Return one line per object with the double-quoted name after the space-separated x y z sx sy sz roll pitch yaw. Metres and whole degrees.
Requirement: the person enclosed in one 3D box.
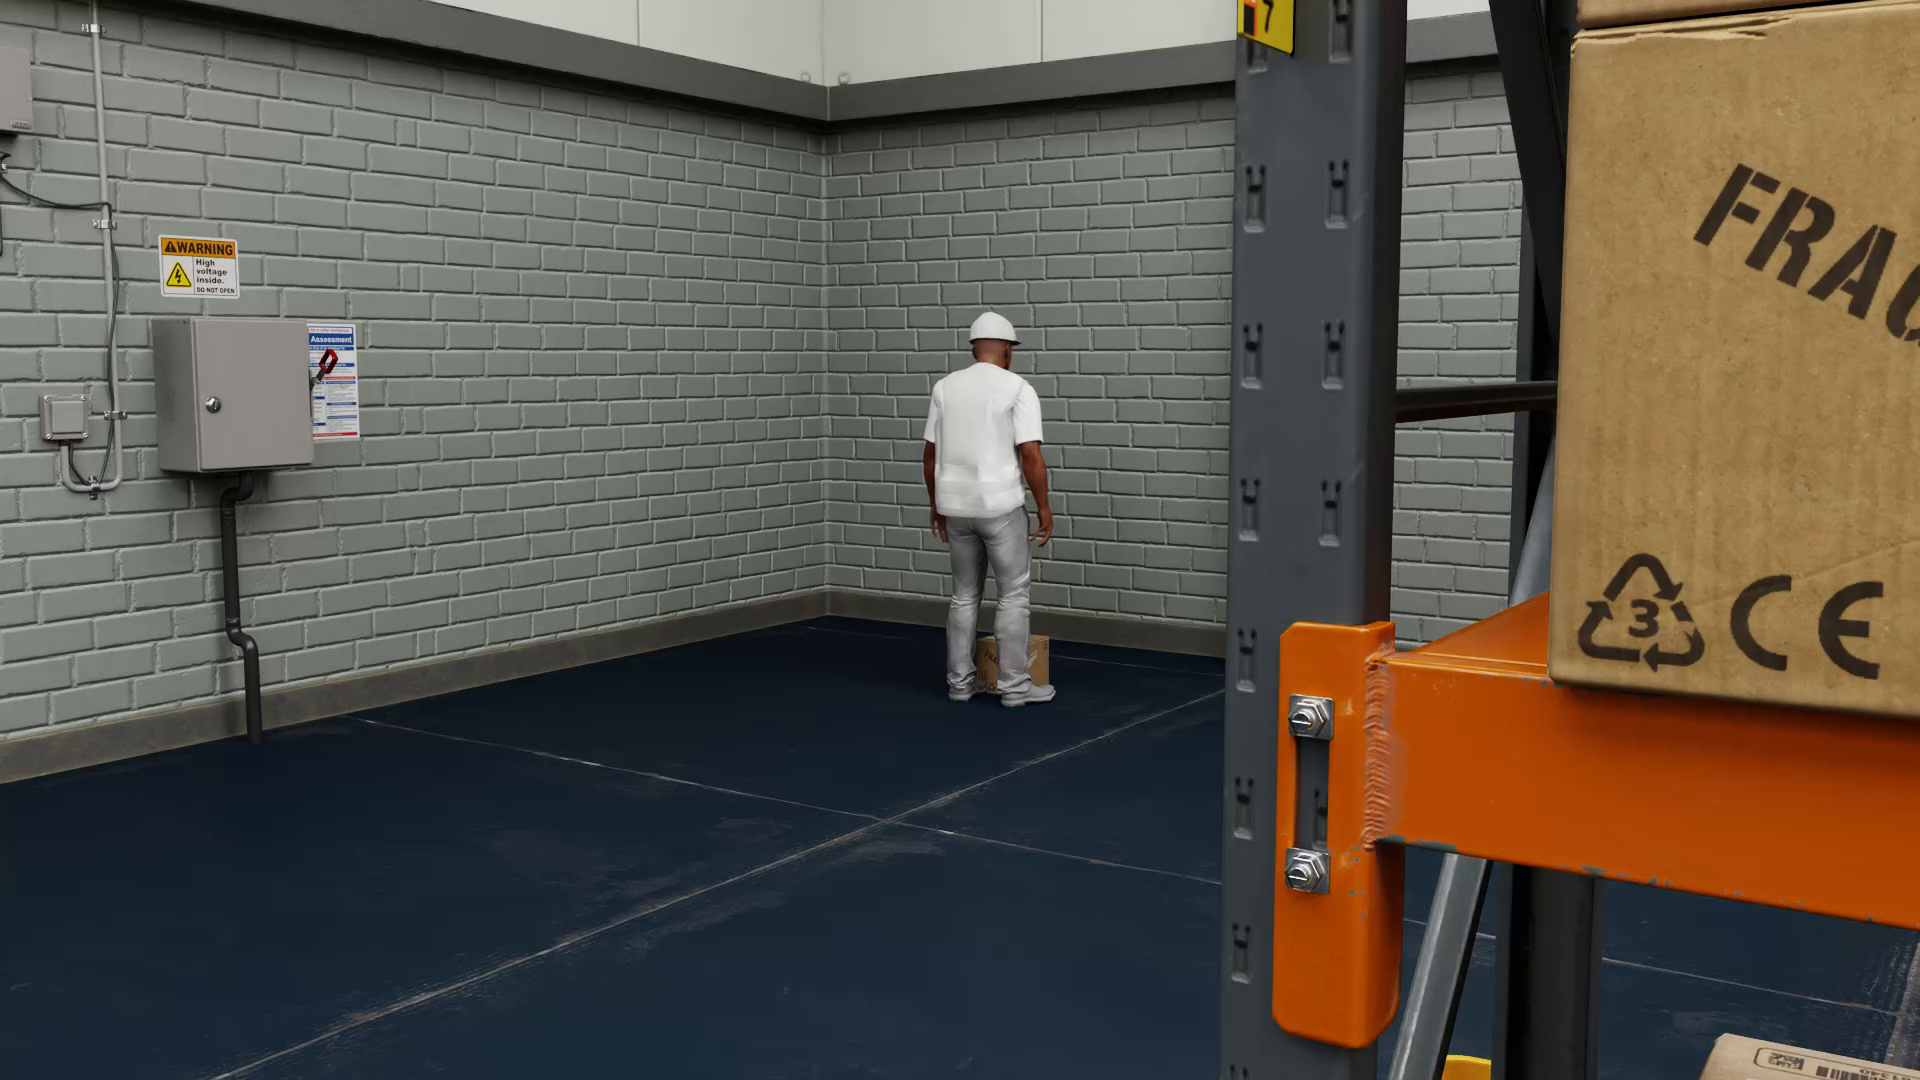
0.133 -0.146 7.534 0.634 1.760 0.463 4 7 33 "person"
